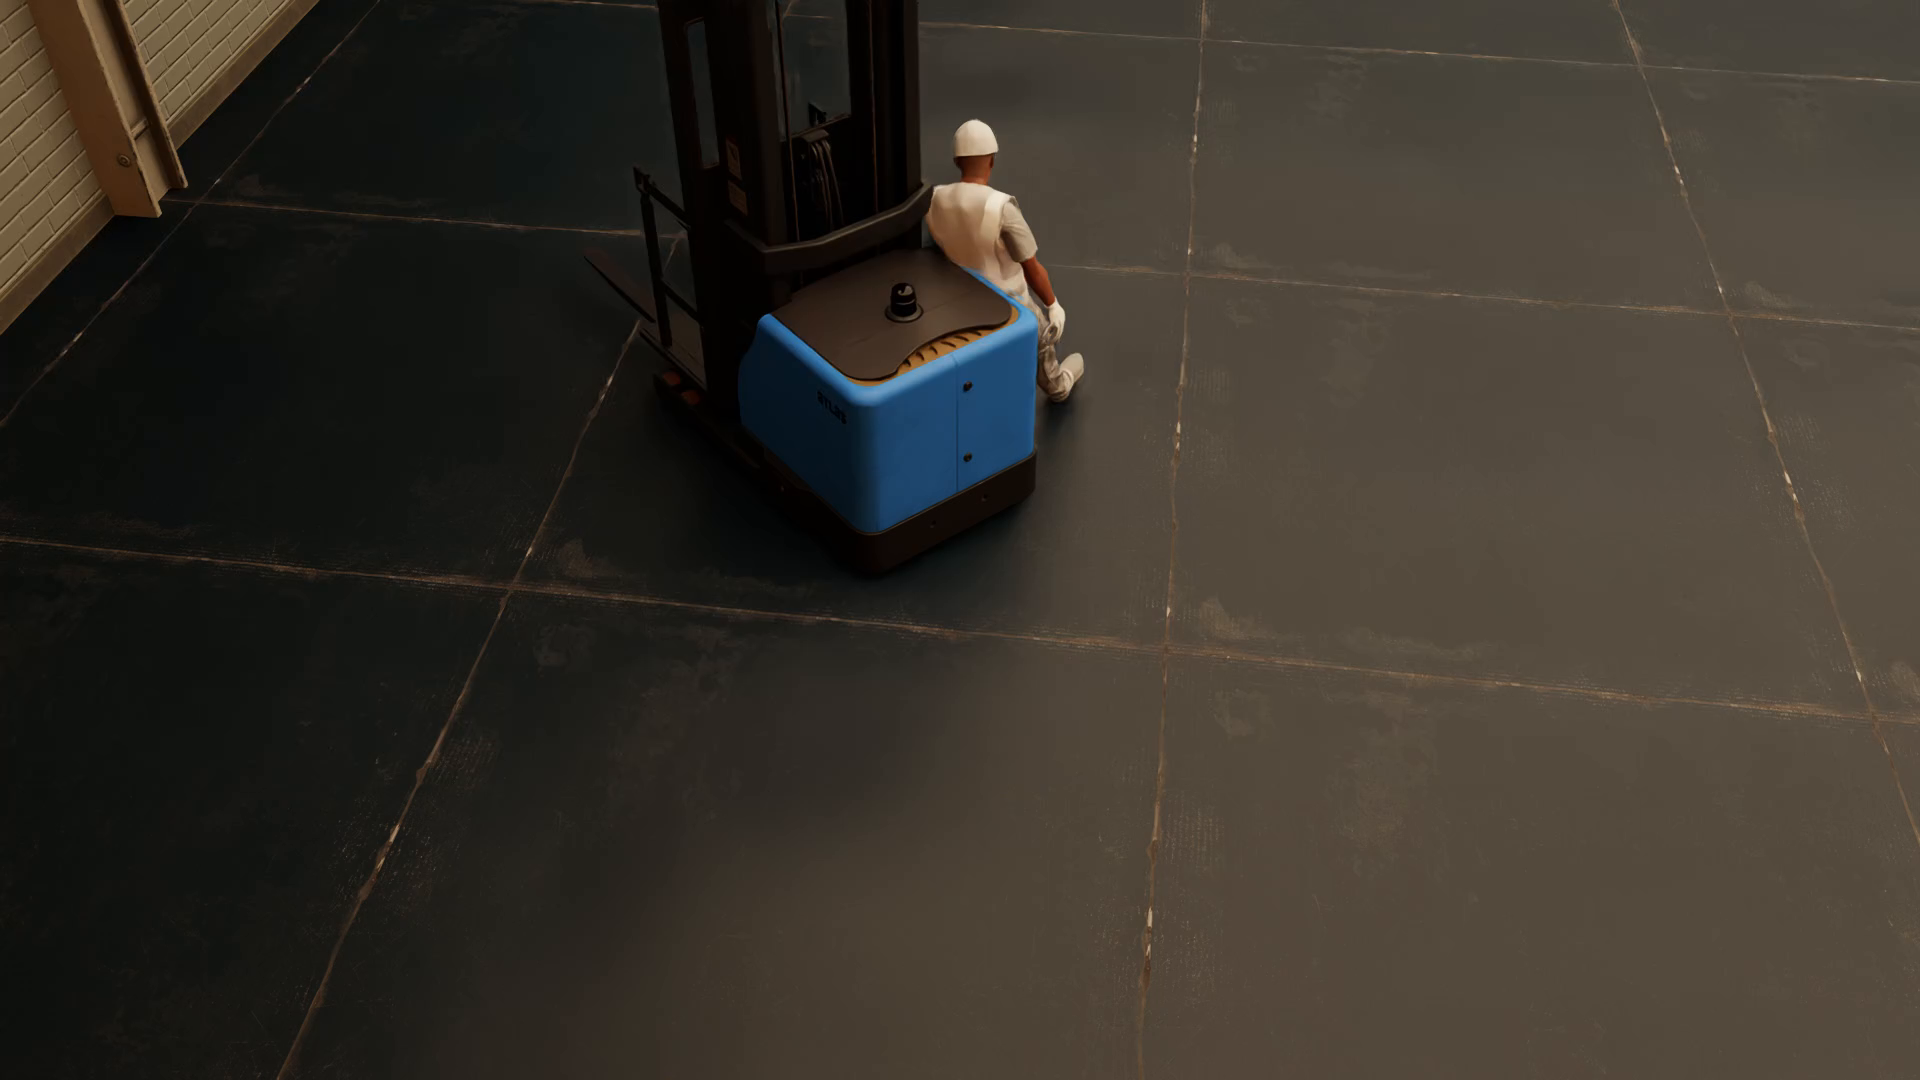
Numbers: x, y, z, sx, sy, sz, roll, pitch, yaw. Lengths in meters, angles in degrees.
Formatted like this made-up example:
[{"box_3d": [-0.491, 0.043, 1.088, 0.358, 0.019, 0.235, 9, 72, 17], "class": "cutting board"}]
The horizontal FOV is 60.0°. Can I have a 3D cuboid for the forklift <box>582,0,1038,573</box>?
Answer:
[{"box_3d": [-0.933, -1.870, 7.760, 1.130, 2.935, 3.031, -28, 49, -27], "class": "forklift"}]

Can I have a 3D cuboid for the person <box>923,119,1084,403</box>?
[{"box_3d": [0.190, -1.289, 8.048, 0.904, 1.669, 0.961, 24, 48, 23], "class": "person"}]
